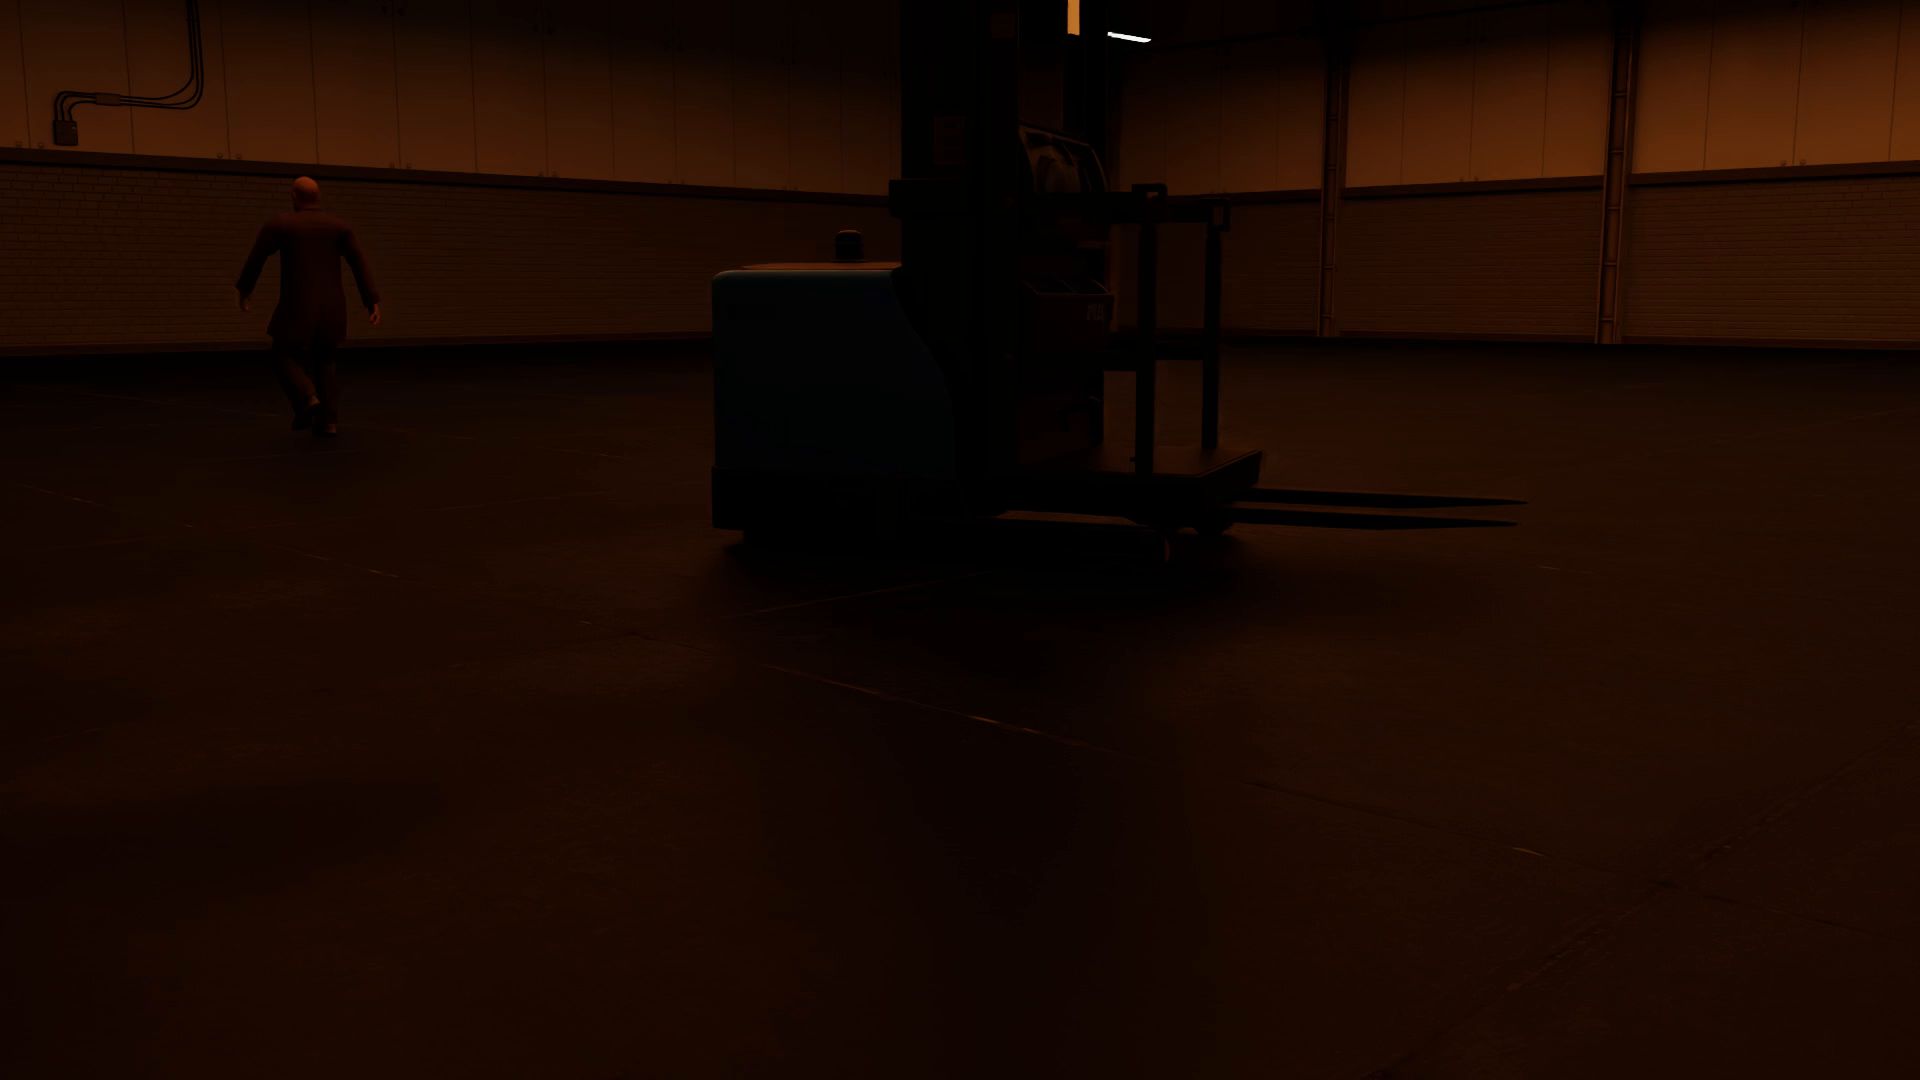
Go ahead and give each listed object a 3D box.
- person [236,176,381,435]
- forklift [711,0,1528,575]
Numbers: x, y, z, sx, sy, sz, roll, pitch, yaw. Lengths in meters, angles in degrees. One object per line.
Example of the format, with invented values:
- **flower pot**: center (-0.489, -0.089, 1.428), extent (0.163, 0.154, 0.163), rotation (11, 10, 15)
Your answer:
- **person**: center (-4.431, -1.588, 11.367), extent (0.852, 1.760, 0.651), rotation (-7, 11, -38)
- **forklift**: center (0.588, -1.414, 6.266), extent (3.031, 2.935, 1.130), rotation (3, 9, 22)
